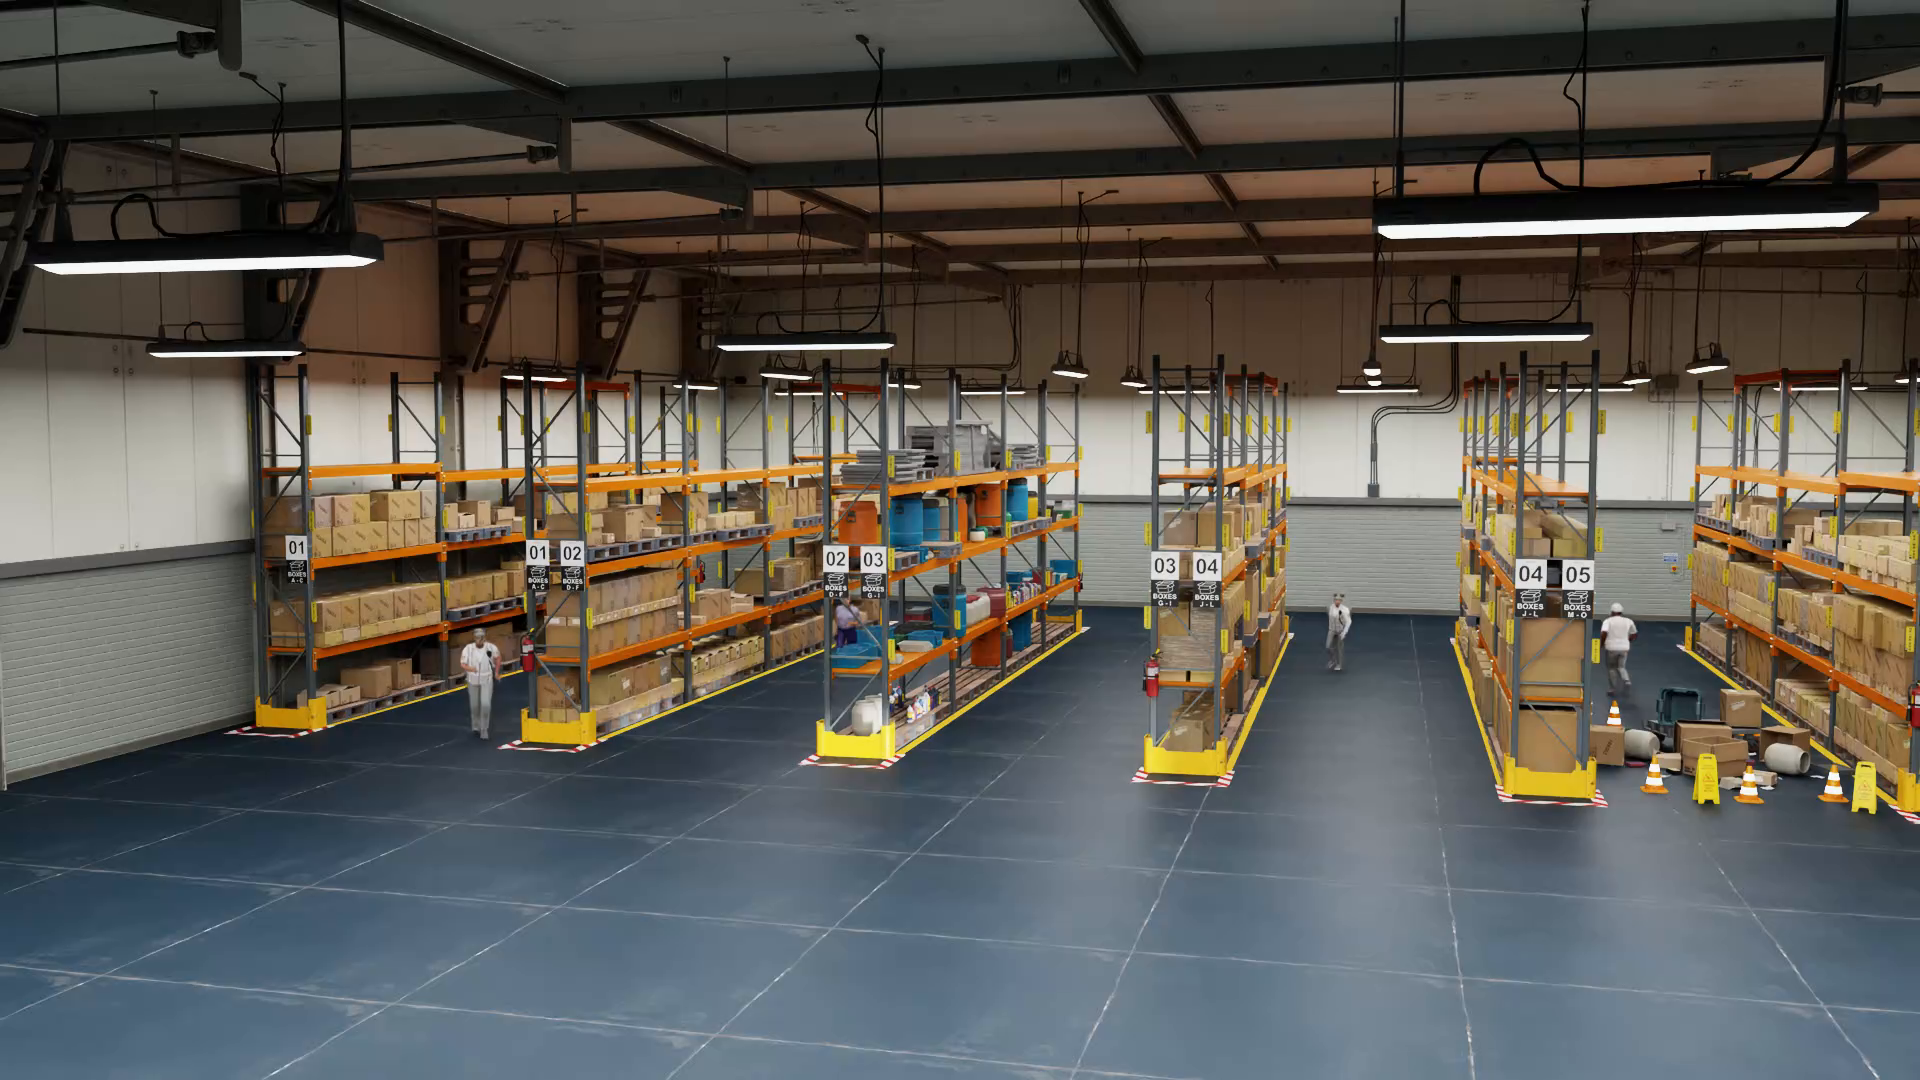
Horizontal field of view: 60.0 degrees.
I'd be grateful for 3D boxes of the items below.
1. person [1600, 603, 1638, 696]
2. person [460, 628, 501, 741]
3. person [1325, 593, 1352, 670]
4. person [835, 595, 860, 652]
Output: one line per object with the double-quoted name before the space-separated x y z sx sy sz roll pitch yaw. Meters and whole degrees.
"person" 12.192 2.038 30.750 0.696 1.714 0.767 0 4 5
"person" -7.703 2.286 26.735 0.611 1.790 0.852 -1 4 -9
"person" 7.689 1.863 33.745 0.582 1.618 0.628 3 5 32
"person" -2.270 1.903 33.401 0.523 1.666 0.797 0 4 4
